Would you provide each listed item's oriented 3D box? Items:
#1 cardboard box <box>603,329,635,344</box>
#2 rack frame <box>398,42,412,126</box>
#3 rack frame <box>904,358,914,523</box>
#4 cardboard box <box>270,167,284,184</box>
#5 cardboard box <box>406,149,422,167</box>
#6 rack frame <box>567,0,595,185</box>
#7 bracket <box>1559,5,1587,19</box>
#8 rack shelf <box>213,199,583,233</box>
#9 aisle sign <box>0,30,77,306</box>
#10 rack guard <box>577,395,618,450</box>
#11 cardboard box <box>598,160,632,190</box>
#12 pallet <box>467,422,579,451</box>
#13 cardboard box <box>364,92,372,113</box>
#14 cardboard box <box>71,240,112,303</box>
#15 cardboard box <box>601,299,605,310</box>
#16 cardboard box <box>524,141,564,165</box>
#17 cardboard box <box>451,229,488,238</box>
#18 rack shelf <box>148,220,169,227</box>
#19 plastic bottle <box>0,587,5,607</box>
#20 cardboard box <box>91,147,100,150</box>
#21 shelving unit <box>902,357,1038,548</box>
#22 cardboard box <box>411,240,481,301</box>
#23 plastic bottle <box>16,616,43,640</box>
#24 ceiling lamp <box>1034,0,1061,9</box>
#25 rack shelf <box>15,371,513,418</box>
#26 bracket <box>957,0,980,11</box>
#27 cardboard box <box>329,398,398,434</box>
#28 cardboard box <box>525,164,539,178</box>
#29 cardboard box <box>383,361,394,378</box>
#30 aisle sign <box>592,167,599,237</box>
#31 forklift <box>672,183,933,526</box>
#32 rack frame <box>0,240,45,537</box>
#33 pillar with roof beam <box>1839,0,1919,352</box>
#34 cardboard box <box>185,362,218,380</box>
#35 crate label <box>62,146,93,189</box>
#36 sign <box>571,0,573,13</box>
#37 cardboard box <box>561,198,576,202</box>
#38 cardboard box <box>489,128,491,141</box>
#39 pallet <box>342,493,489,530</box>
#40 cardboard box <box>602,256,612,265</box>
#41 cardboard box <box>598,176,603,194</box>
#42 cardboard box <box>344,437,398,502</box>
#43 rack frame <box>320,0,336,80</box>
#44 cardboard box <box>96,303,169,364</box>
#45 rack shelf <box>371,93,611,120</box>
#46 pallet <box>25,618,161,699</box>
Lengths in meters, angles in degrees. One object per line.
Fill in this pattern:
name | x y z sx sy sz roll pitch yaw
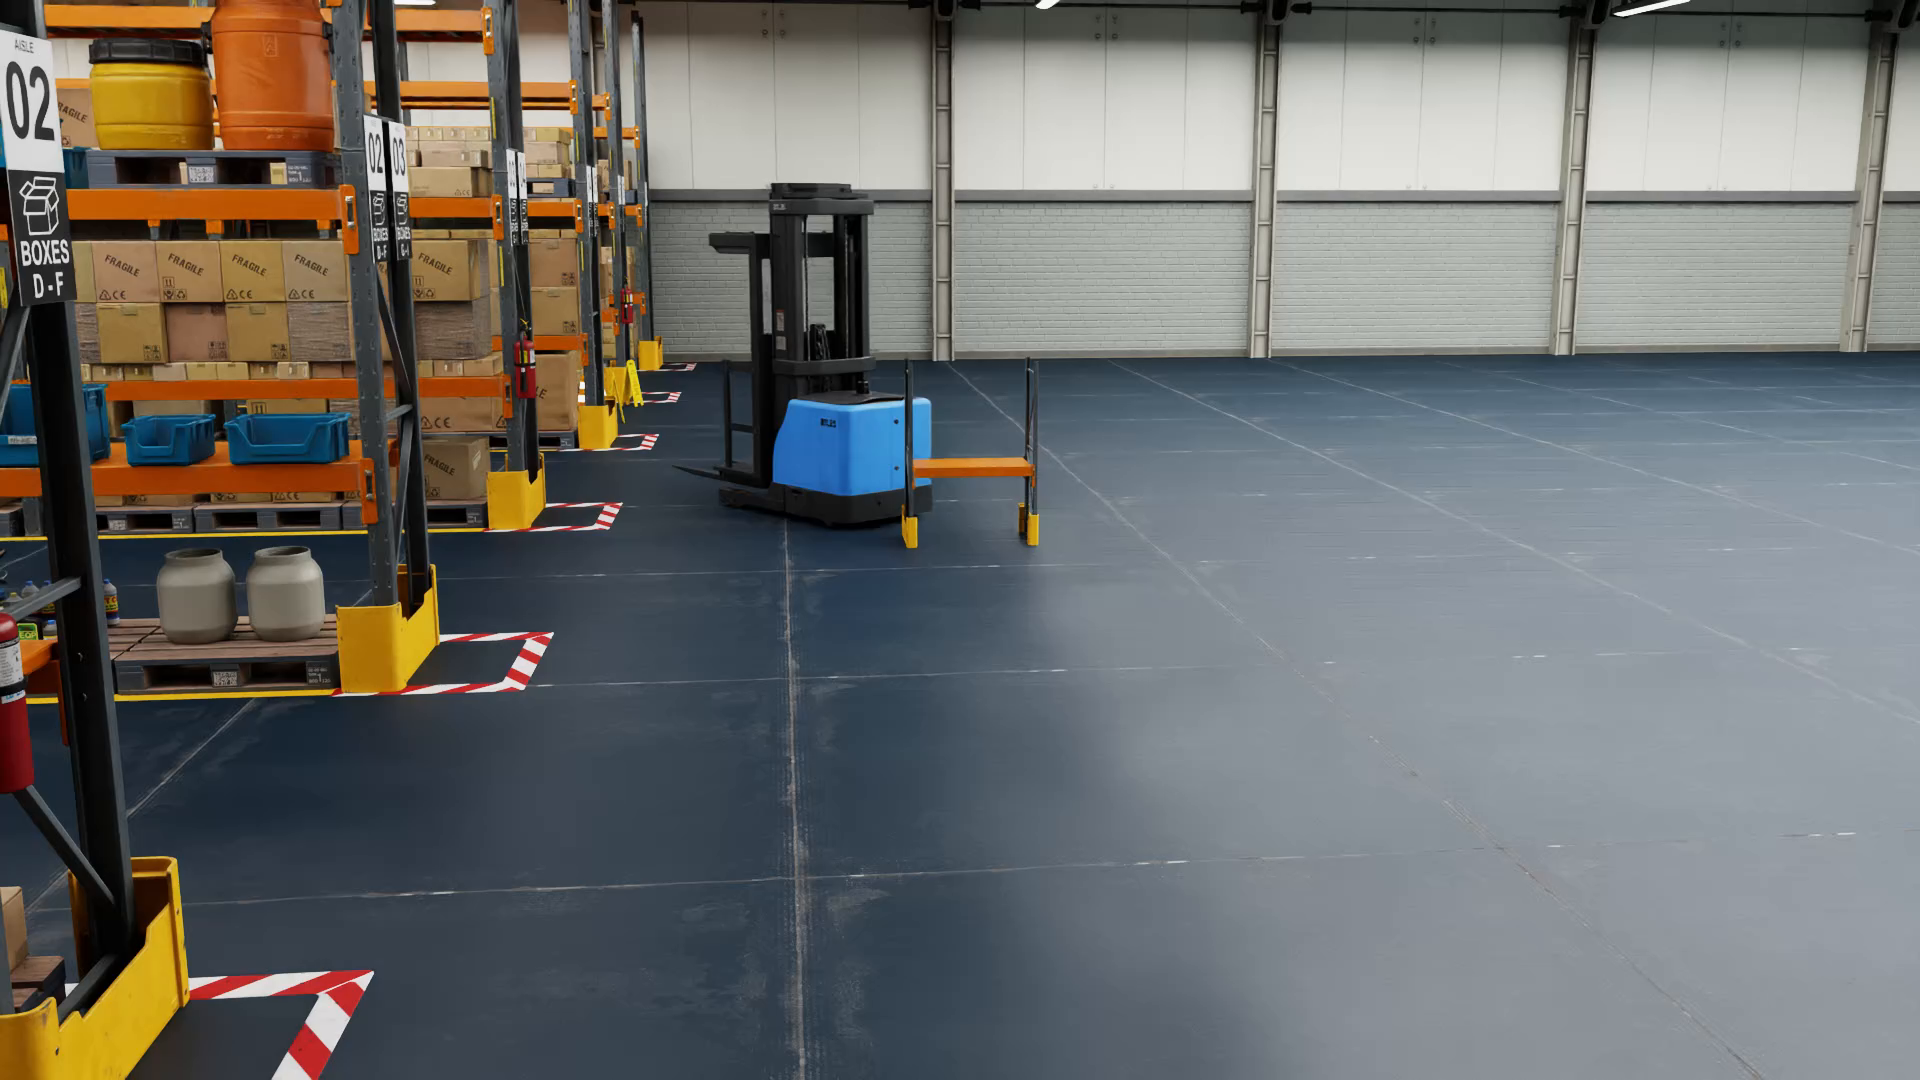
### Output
cardboard box | -5.939 -3.560 28.943 0.500 0.250 0.500 -1 11 -7
rack frame | -9.465 -7.388 28.121 0.127 3.000 1.000 -1 11 -6
rack frame | -0.421 -0.727 13.678 0.032 1.500 0.500 -1 11 -6
cardboard box | -5.836 -2.983 13.881 0.500 0.250 0.500 -1 11 -7
cardboard box | -4.652 -3.194 13.918 0.250 0.149 0.380 -2 11 -9
rack frame | -4.314 -5.572 18.885 0.127 3.000 1.000 -1 11 -6
bracket | 11.243 -9.694 30.520 0.430 0.232 0.235 -1 11 -6
rack shelf | -6.302 -3.706 19.032 4.000 0.370 1.077 -1 11 -6
aisle sign | -2.780 -1.111 5.006 0.004 0.787 0.394 -1 11 -6
rack guard | -4.290 -1.403 19.707 0.348 0.500 1.175 -1 11 -6
cardboard box | -5.902 -6.248 28.489 0.500 0.500 0.500 -1 11 -4
pallet | -5.100 -1.229 19.572 1.213 0.211 1.003 -1 11 -6
cardboard box | -5.384 -3.608 14.345 0.500 0.500 0.500 -1 11 -6
cardboard box | -7.380 -2.238 13.856 0.500 0.500 0.500 -1 11 -6
cardboard box | -5.297 -3.404 24.057 0.250 0.149 0.380 -1 11 -4
cardboard box | -4.770 -4.364 18.785 0.500 0.250 0.500 -1 11 -5
cardboard box | -6.944 -4.186 23.761 0.500 0.500 0.700 -1 11 -6
rack shelf | -15.430 -5.438 27.843 4.000 0.370 1.077 -1 11 -6
plastic bottle | -5.821 0.389 10.047 0.097 0.271 0.097 0 11 0
cardboard box | -6.968 -3.154 13.714 0.250 0.149 0.380 -1 11 -6
shelving unit | 0.076 -0.738 13.731 1.083 1.500 0.587 -1 11 -6
cardboard box | -4.399 -2.302 14.180 0.500 0.500 0.500 -1 11 -6
plastic bottle | -5.236 0.520 9.350 0.133 0.283 0.061 -1 11 -5
ceiling lamp | 1.667 -9.739 24.946 0.800 3.185 2.000 -1 11 -6
rack shelf | -5.867 -1.281 14.472 4.000 0.370 1.077 -1 11 -6
bracket | 0.138 -9.461 29.336 0.430 0.232 0.235 -1 11 -6
cardboard box | -6.762 -1.728 19.302 0.875 0.875 0.875 -1 11 -6
cardboard box | -4.858 -4.155 18.757 0.250 0.149 0.380 -1 11 -6
cardboard box | -4.881 -1.484 14.293 0.250 0.149 0.380 -1 11 -6
aisle sign | -4.276 -3.963 19.513 0.004 0.787 0.394 -1 11 -6
forklift | -1.596 -1.783 15.340 1.130 2.935 3.031 -10 15 -41
rack frame | -7.855 -1.592 14.191 0.127 3.000 1.000 -1 11 -6
pillar with roof beam | 18.047 -7.304 27.693 0.548 9.000 9.100 -1 11 -6
cardboard box | -6.369 -1.446 14.101 0.250 0.149 0.380 -1 11 -6
crate label | -5.240 -2.149 9.632 0.408 0.251 0.502 -1 11 -6
sign | -4.269 -5.965 18.256 0.005 0.325 0.100 -1 11 -6
cardboard box | -5.517 -4.852 23.647 0.250 0.149 0.380 -1 11 -6
cardboard box | -5.115 -4.541 18.652 0.250 0.149 0.380 -1 11 -5
pallet | -4.766 -0.295 14.824 1.213 0.211 1.003 -1 11 -6
cardboard box | -6.054 -4.823 28.685 0.250 0.149 0.380 -1 11 -5
cardboard box | -5.477 -5.161 24.185 0.500 0.250 0.500 -1 11 -7
cardboard box | -5.092 -0.626 14.668 0.500 0.500 0.500 2 11 9
rack frame | -8.925 -6.436 23.279 0.127 3.000 1.000 -1 11 -6
cardboard box | -6.900 -1.788 14.158 0.500 0.500 0.875 -1 11 -6
rack shelf | -6.937 -6.123 23.561 4.000 0.370 1.077 -1 11 -6
pallet | -5.432 0.694 9.791 1.213 0.211 1.003 -1 11 -6
